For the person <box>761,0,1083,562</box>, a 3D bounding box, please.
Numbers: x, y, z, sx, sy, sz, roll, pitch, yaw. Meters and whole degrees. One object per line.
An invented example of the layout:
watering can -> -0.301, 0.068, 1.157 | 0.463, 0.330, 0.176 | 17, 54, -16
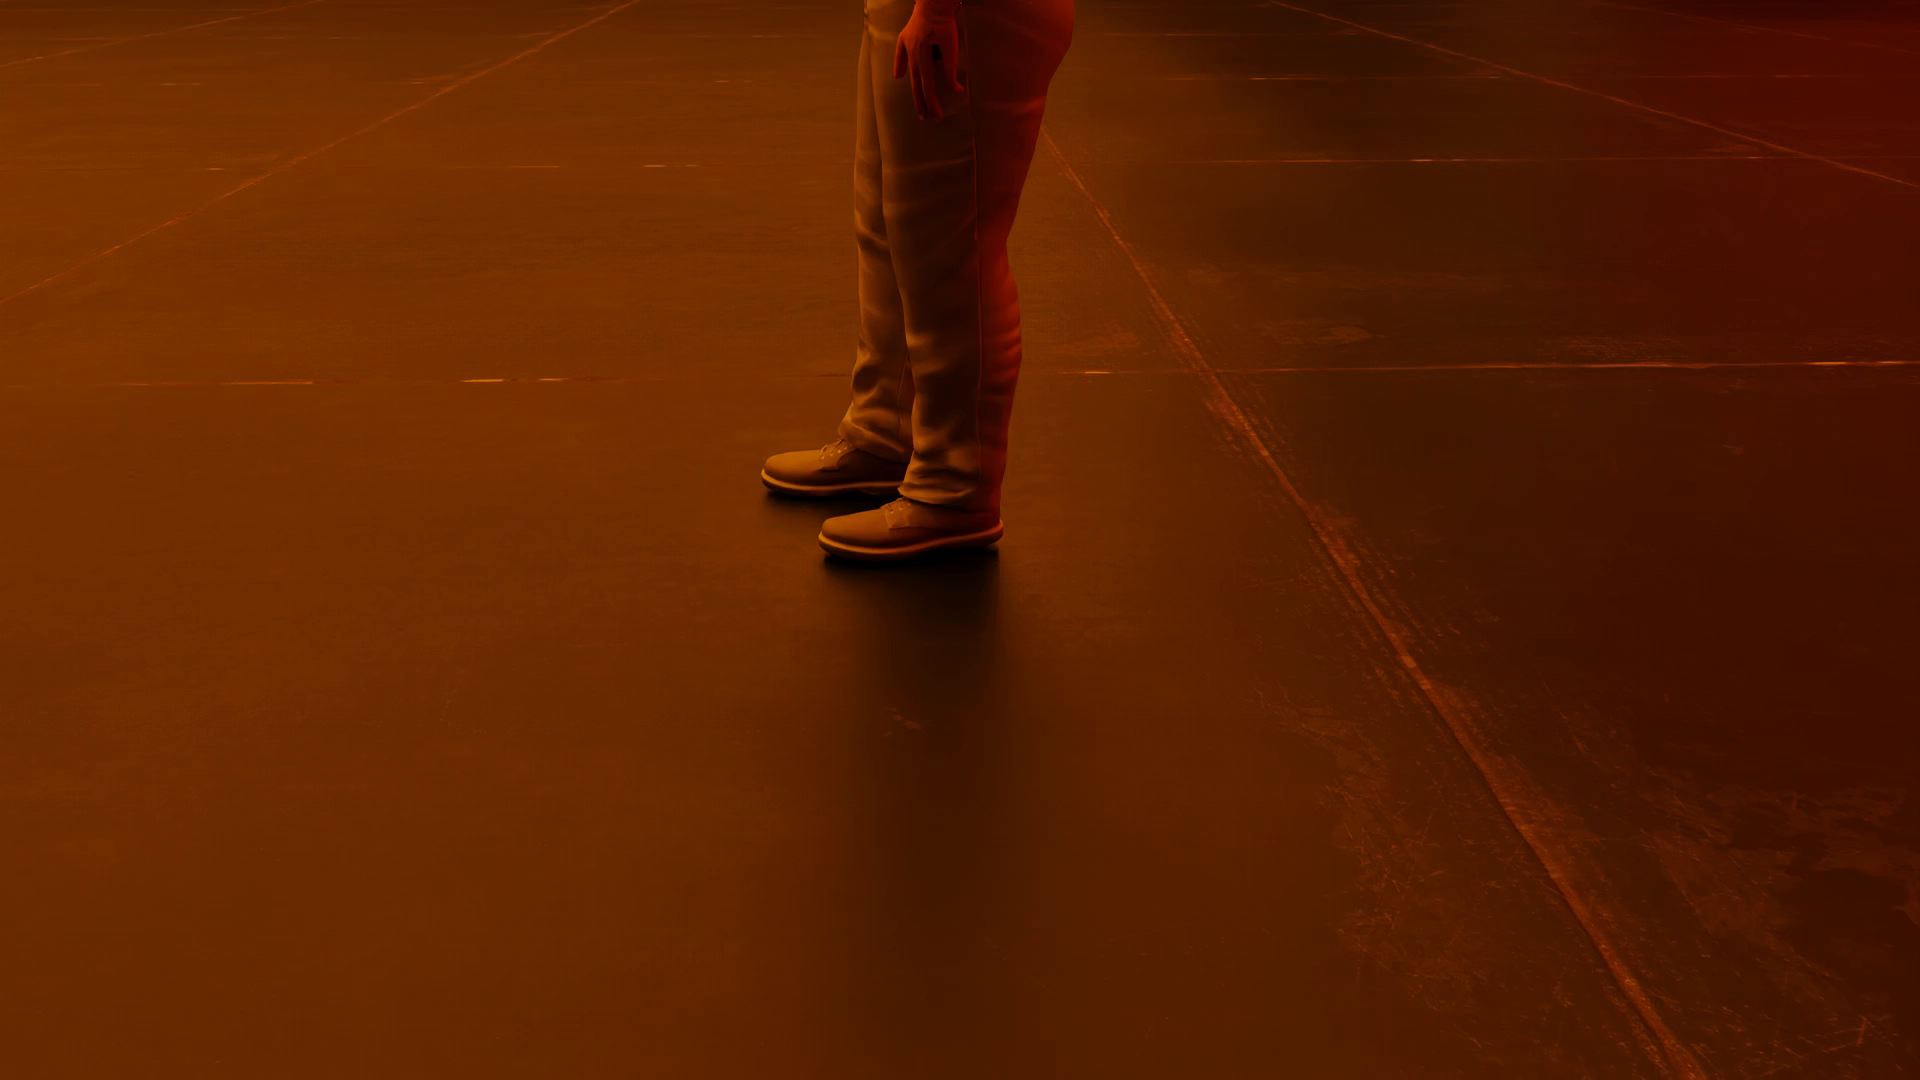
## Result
person -> -0.078, -0.790, 2.447 | 0.529, 1.670, 0.599 | -1, 21, -3
